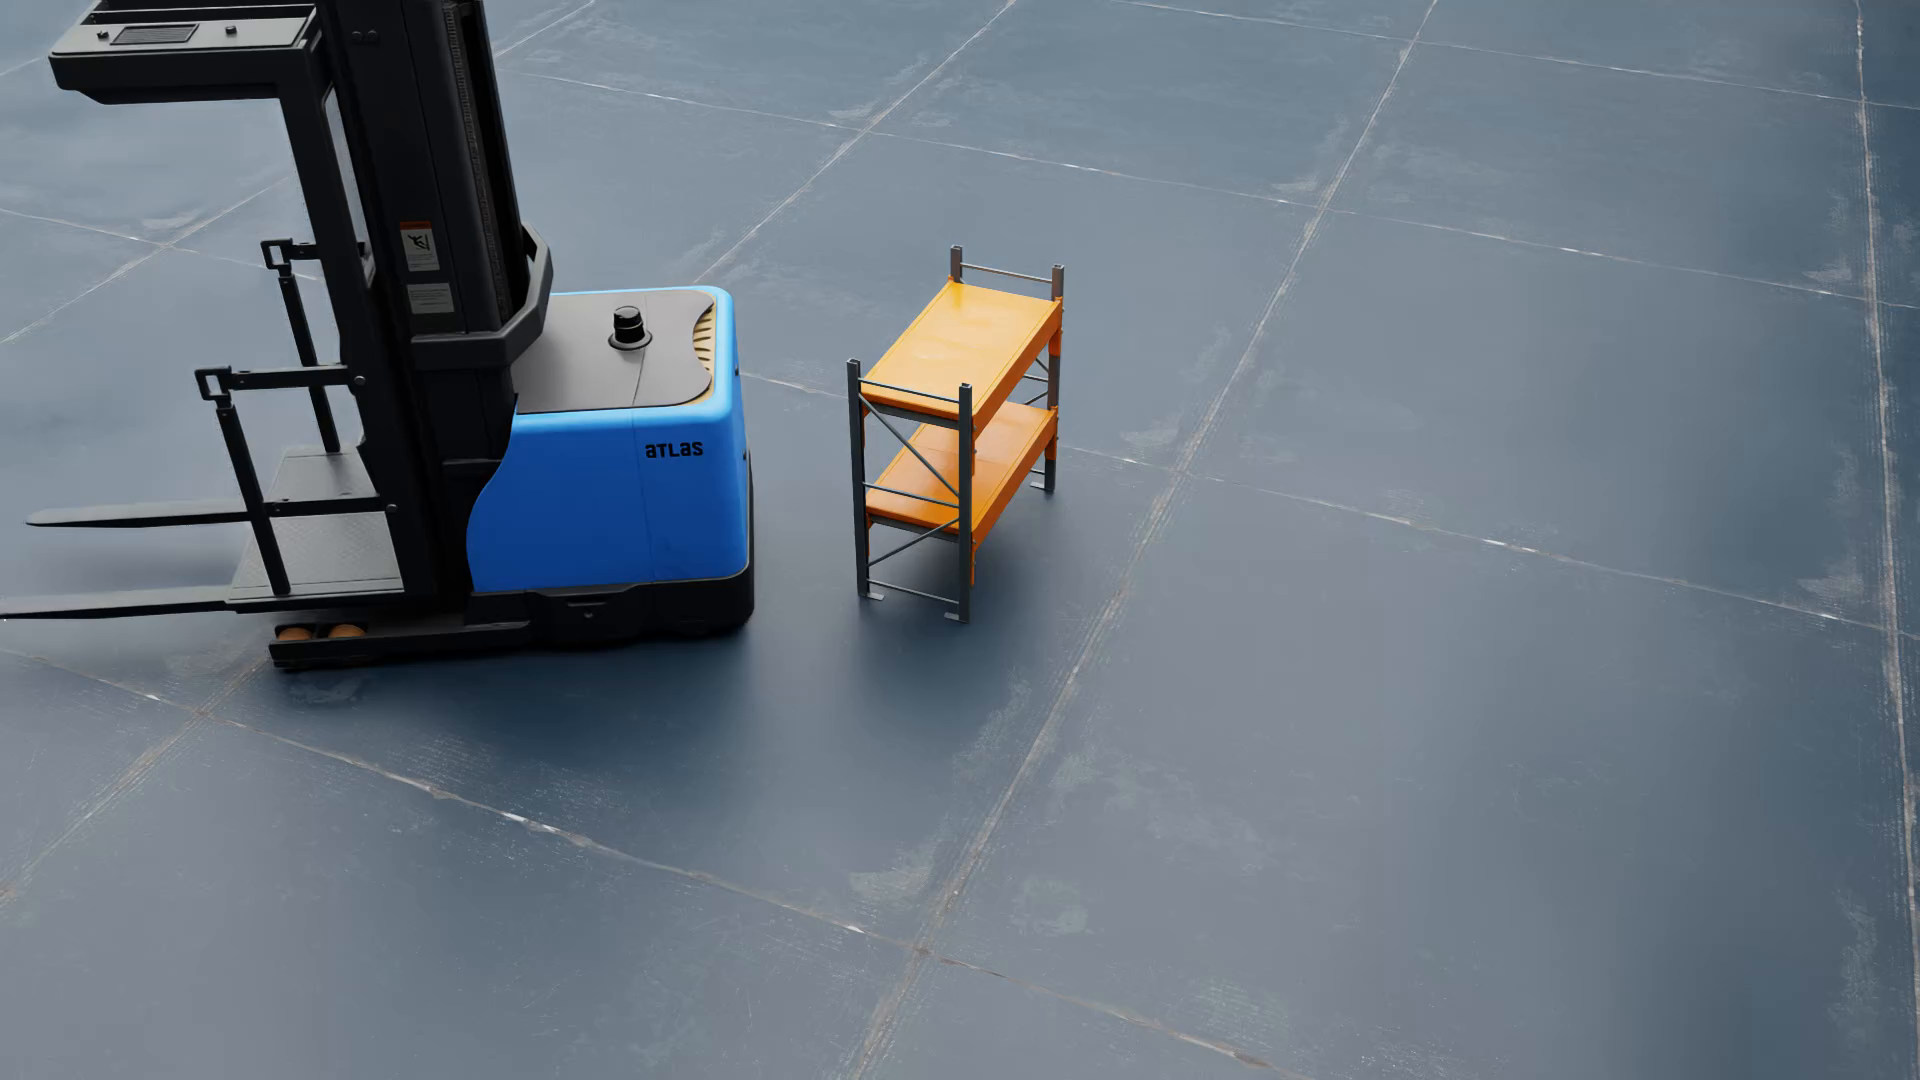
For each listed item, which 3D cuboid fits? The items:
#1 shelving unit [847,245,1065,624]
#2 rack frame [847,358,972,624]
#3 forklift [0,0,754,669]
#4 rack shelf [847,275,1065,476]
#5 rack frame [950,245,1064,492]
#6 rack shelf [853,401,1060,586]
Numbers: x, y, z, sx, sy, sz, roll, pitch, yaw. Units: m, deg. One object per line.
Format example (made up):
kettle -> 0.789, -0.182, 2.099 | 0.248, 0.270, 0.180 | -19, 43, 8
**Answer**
shelving unit -> 0.003, -0.454, 6.918 | 0.538, 1.125, 1.048 | 14, 39, 18
rack frame -> -0.191, -0.173, 6.542 | 0.500, 1.125, 0.032 | 14, 39, 18
forklift -> -2.387, -0.997, 6.136 | 3.031, 2.935, 1.130 | -4, 37, -5
rack shelf -> 0.003, -0.689, 6.743 | 0.538, 0.278, 1.000 | 14, 39, 18
rack frame -> 0.196, -0.736, 7.295 | 0.500, 1.125, 0.032 | 14, 39, 18
rack shelf -> 0.003, -0.258, 7.065 | 0.538, 0.278, 1.000 | 14, 39, 18
